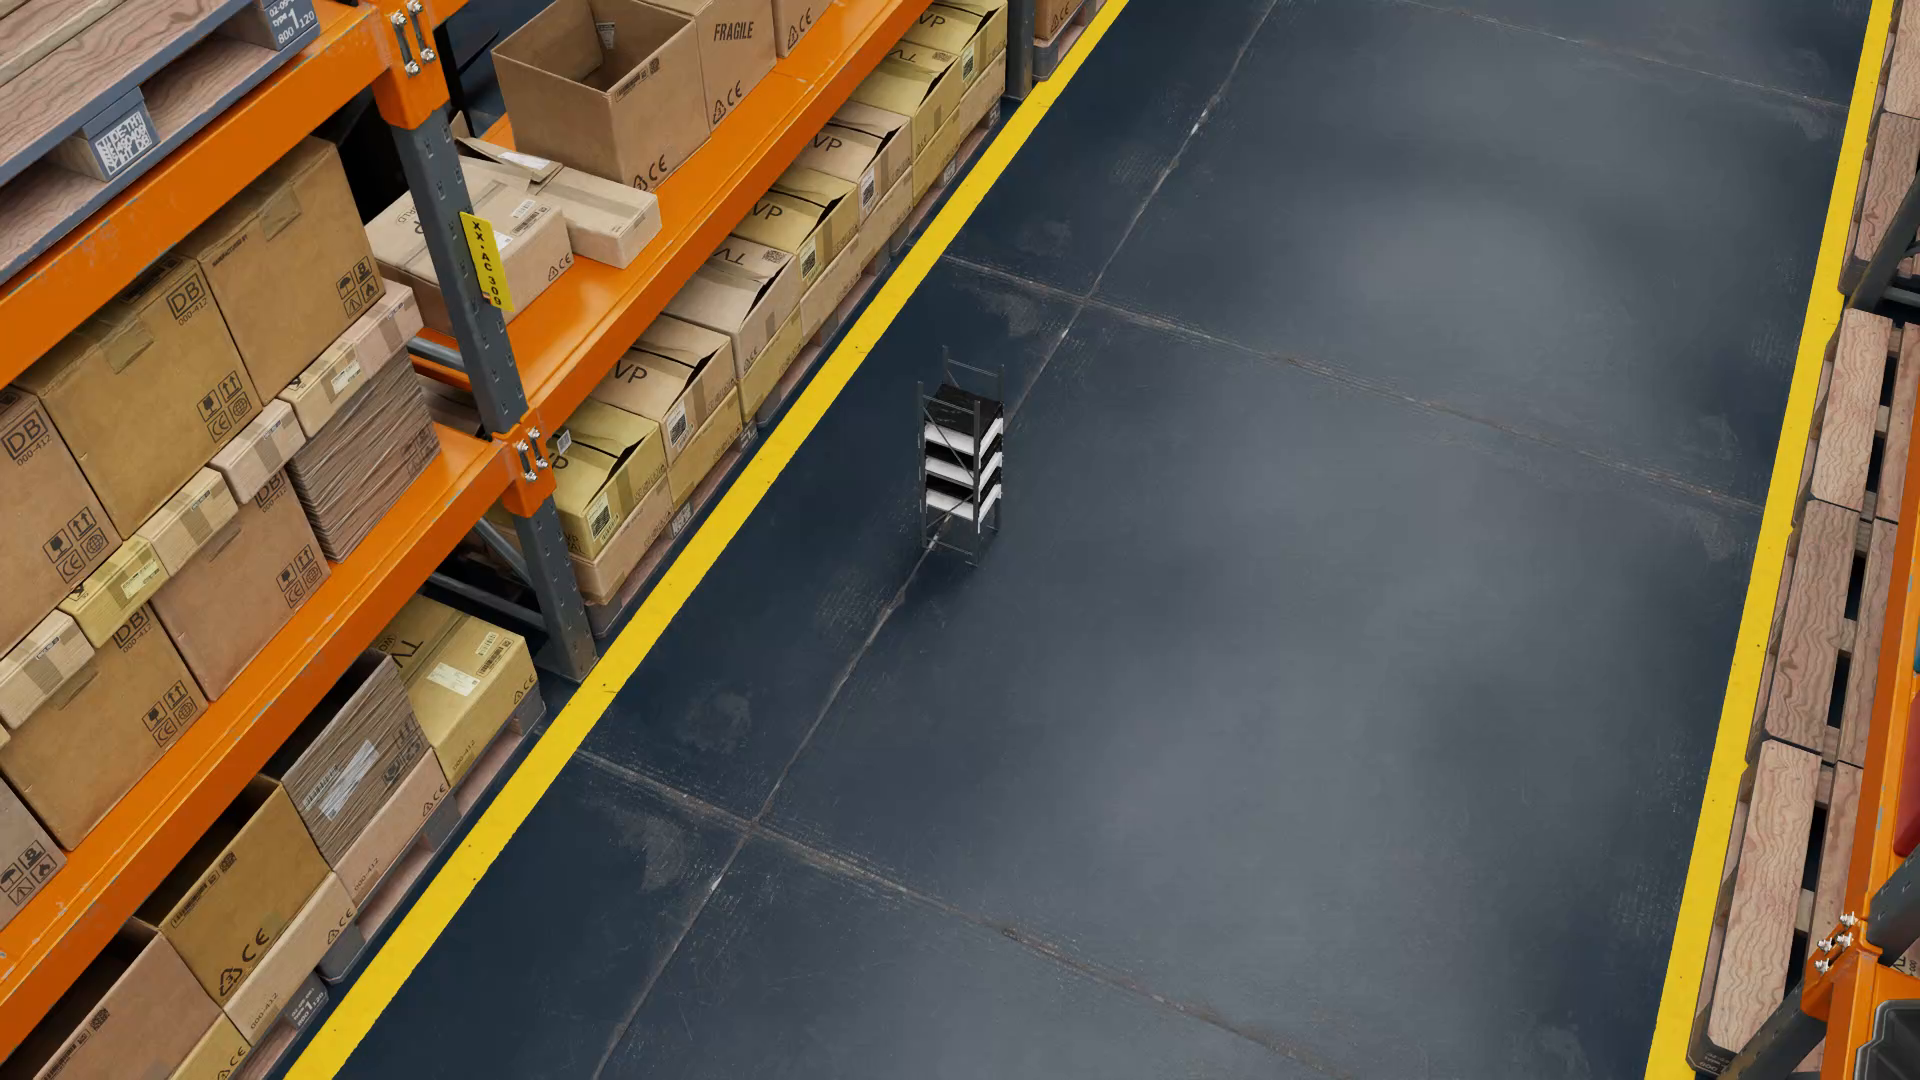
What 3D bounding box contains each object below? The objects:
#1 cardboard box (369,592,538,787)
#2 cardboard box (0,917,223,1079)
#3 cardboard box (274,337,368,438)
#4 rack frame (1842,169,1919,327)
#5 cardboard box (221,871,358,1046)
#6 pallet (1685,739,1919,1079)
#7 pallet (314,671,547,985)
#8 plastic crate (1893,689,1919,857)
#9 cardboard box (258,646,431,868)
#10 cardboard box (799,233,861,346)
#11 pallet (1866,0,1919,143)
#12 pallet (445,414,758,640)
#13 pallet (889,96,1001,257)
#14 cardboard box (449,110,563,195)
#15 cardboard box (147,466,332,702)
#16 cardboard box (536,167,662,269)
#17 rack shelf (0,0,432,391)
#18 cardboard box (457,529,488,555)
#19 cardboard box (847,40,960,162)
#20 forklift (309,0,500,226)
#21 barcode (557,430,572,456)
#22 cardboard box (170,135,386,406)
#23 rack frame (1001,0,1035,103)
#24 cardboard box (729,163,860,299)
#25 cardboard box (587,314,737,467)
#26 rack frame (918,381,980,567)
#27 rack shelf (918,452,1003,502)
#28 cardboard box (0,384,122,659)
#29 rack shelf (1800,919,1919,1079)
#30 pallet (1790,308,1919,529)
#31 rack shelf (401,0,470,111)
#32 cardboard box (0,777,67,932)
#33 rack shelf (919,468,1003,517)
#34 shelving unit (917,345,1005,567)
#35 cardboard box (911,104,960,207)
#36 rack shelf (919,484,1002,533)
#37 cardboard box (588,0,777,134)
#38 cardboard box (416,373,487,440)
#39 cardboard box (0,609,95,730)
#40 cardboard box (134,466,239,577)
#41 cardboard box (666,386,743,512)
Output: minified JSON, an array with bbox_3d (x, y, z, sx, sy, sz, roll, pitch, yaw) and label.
[{"bbox_3d":[-1.818,0.501,5.699,0.500,0.250,0.500,20,52,16],"label":"cardboard box"},{"bbox_3d":[-2.453,1.293,4.532,0.500,0.500,0.500,20,52,16],"label":"cardboard box"},{"bbox_3d":[-1.848,-0.460,4.496,0.380,0.149,0.250,19,52,15],"label":"cardboard box"},{"bbox_3d":[4.368,-1.784,6.114,1.000,3.000,0.127,20,52,16],"label":"rack frame"},{"bbox_3d":[-2.241,1.191,5.112,0.500,0.250,0.500,20,52,16],"label":"cardboard box"},{"bbox_3d":[2.960,1.320,5.303,1.003,0.211,1.213,20,52,16],"label":"pallet"},{"bbox_3d":[-2.195,0.793,5.751,1.003,0.211,1.213,20,52,16],"label":"pallet"},{"bbox_3d":[2.590,0.516,4.114,0.402,0.464,0.583,20,52,16],"label":"plastic crate"},{"bbox_3d":[-2.042,0.599,5.123,0.500,0.500,0.500,20,52,16],"label":"cardboard box"},{"bbox_3d":[-0.765,-1.145,7.100,0.500,0.250,0.500,21,53,17],"label":"cardboard box"},{"bbox_3d":[5.190,-2.274,8.362,1.003,0.211,1.213,20,52,16],"label":"pallet"},{"bbox_3d":[-1.538,-0.261,6.648,1.003,0.211,1.213,20,52,16],"label":"pallet"},{"bbox_3d":[-0.496,-1.941,8.078,1.003,0.211,1.213,20,52,16],"label":"pallet"},{"bbox_3d":[-1.608,-1.266,5.761,0.396,0.266,0.258,19,52,15],"label":"cardboard box"},{"bbox_3d":[-2.221,-0.004,4.533,0.700,0.500,0.500,19,52,16],"label":"cardboard box"},{"bbox_3d":[-1.254,-1.106,5.702,0.380,0.149,0.250,20,52,16],"label":"cardboard box"},{"bbox_3d":[-2.672,-0.006,3.103,1.077,0.370,4.000,20,52,16],"label":"rack shelf"},{"bbox_3d":[-1.903,-0.269,6.354,0.500,0.250,0.500,19,52,16],"label":"cardboard box"},{"bbox_3d":[-0.326,-2.025,7.480,0.500,0.311,0.500,19,52,16],"label":"cardboard box"},{"bbox_3d":[-2.709,-2.286,6.586,1.130,2.935,3.031,19,52,15],"label":"forklift"},{"bbox_3d":[-1.332,-0.328,5.597,0.001,0.075,0.075,20,52,16],"label":"barcode"},{"bbox_3d":[-2.002,-0.789,4.350,0.700,0.500,0.500,20,52,16],"label":"cardboard box"},{"bbox_3d":[-0.109,-3.399,7.487,1.000,3.000,0.127,20,52,16],"label":"rack frame"},{"bbox_3d":[-0.760,-1.334,6.892,0.500,0.311,0.500,21,53,17],"label":"cardboard box"},{"bbox_3d":[-1.197,-0.618,6.282,0.500,0.311,0.500,19,52,16],"label":"cardboard box"},{"bbox_3d":[-0.040,-0.227,6.168,0.240,0.900,0.006,20,52,16],"label":"rack frame"},{"bbox_3d":[0.003,-0.276,6.253,0.258,0.077,0.200,20,52,16],"label":"rack shelf"},{"bbox_3d":[-2.431,-0.096,3.760,0.700,0.500,0.500,20,52,16],"label":"cardboard box"},{"bbox_3d":[1.805,2.580,2.872,1.077,0.370,4.000,20,52,16],"label":"rack shelf"},{"bbox_3d":[4.002,-0.360,6.733,1.003,0.211,1.213,20,52,16],"label":"pallet"},{"bbox_3d":[-0.963,-2.760,5.447,1.077,0.370,4.000,20,52,16],"label":"rack shelf"},{"bbox_3d":[-2.657,0.694,3.940,0.700,0.500,0.500,21,53,17],"label":"cardboard box"},{"bbox_3d":[0.003,-0.217,6.321,0.258,0.077,0.200,20,52,16],"label":"rack shelf"},{"bbox_3d":[0.003,-0.297,6.227,0.258,0.900,0.210,20,52,16],"label":"shelving unit"},{"bbox_3d":[-0.330,-1.846,7.696,0.500,0.250,0.500,19,52,16],"label":"cardboard box"},{"bbox_3d":[0.003,-0.159,6.390,0.258,0.077,0.200,20,52,16],"label":"rack shelf"},{"bbox_3d":[-1.036,-1.908,6.153,0.500,0.500,0.500,20,52,16],"label":"cardboard box"},{"bbox_3d":[-1.904,-0.443,6.134,0.500,0.311,0.500,20,52,16],"label":"cardboard box"},{"bbox_3d":[-2.284,0.244,3.896,0.380,0.149,0.250,21,53,17],"label":"cardboard box"},{"bbox_3d":[-2.068,-0.098,4.187,0.380,0.149,0.250,20,52,16],"label":"cardboard box"},{"bbox_3d":[-1.202,-0.438,6.498,0.500,0.250,0.500,21,53,17],"label":"cardboard box"}]
